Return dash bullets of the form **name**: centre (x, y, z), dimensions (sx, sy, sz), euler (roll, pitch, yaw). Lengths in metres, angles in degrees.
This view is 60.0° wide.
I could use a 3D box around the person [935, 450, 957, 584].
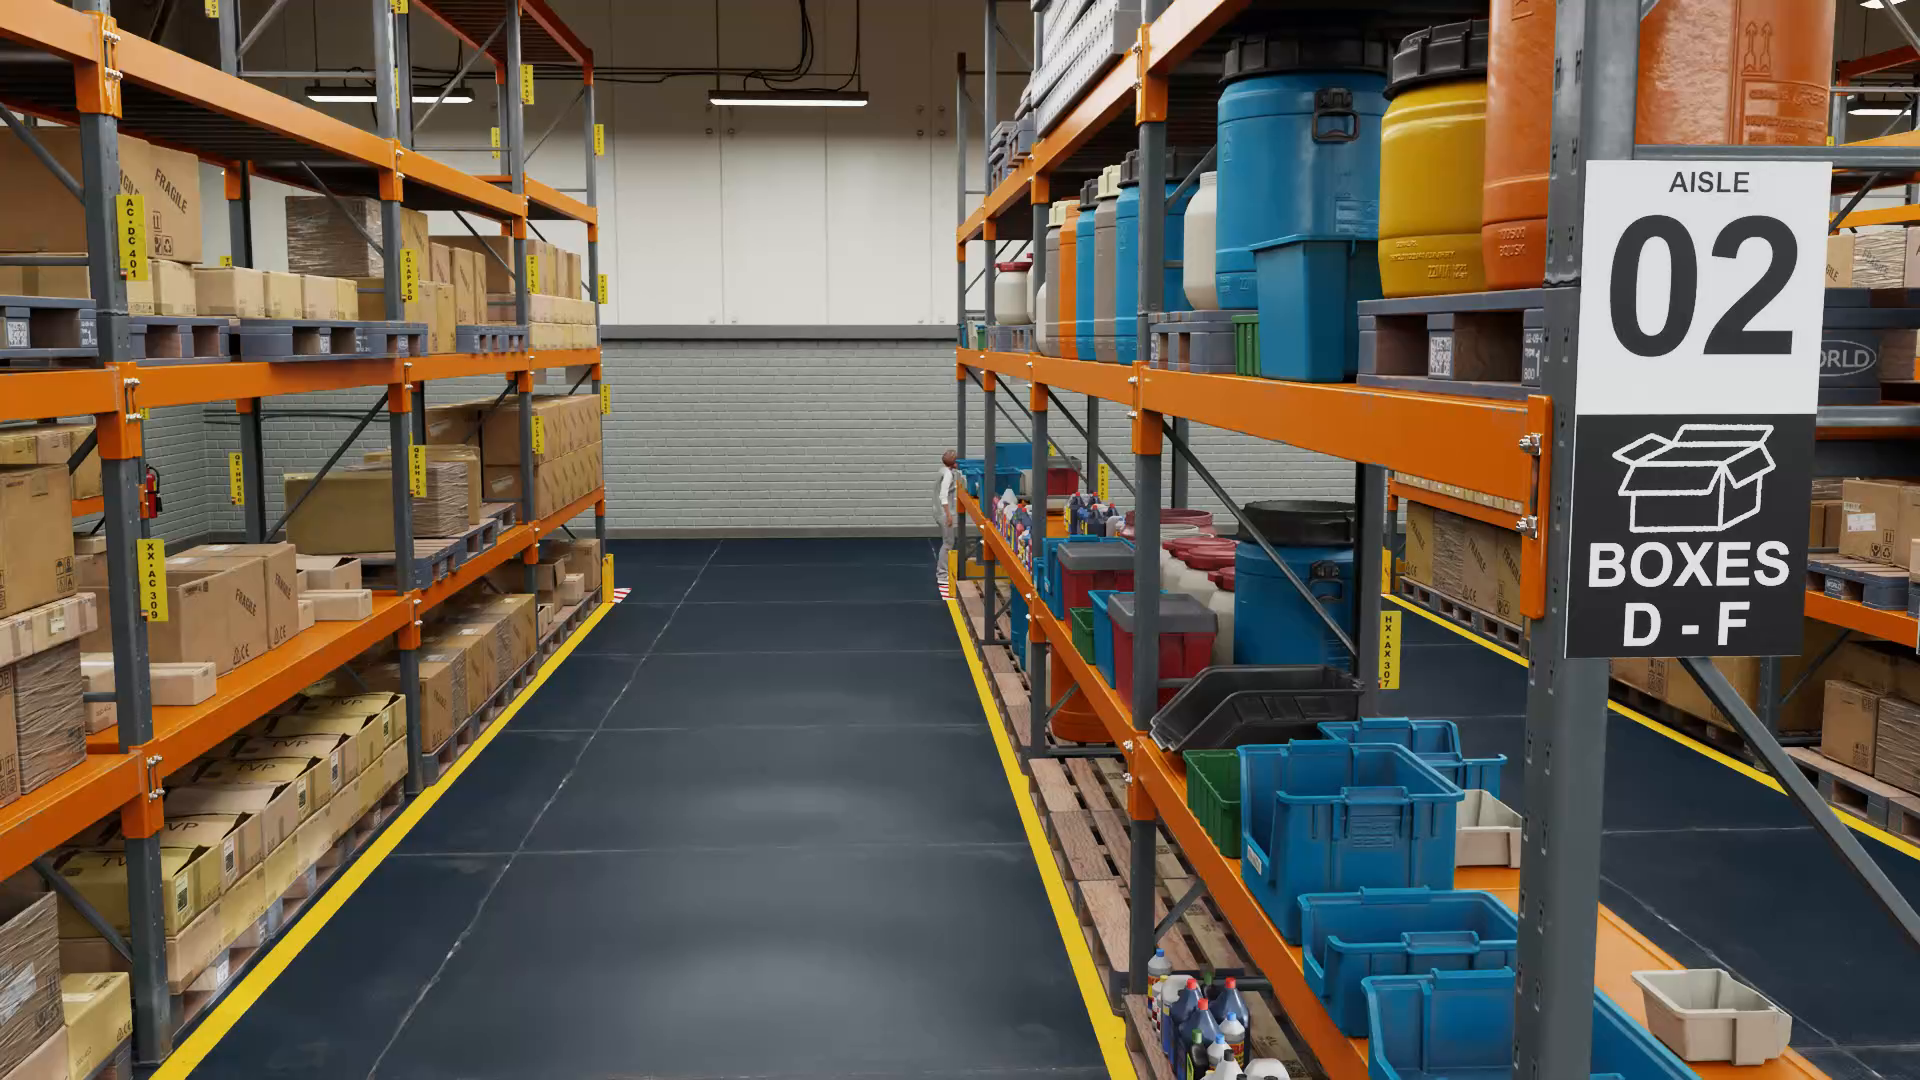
- **person**: centre (-0.152, -0.281, 19.859), dimensions (0.328, 1.591, 0.479), euler (0, 7, -1)
